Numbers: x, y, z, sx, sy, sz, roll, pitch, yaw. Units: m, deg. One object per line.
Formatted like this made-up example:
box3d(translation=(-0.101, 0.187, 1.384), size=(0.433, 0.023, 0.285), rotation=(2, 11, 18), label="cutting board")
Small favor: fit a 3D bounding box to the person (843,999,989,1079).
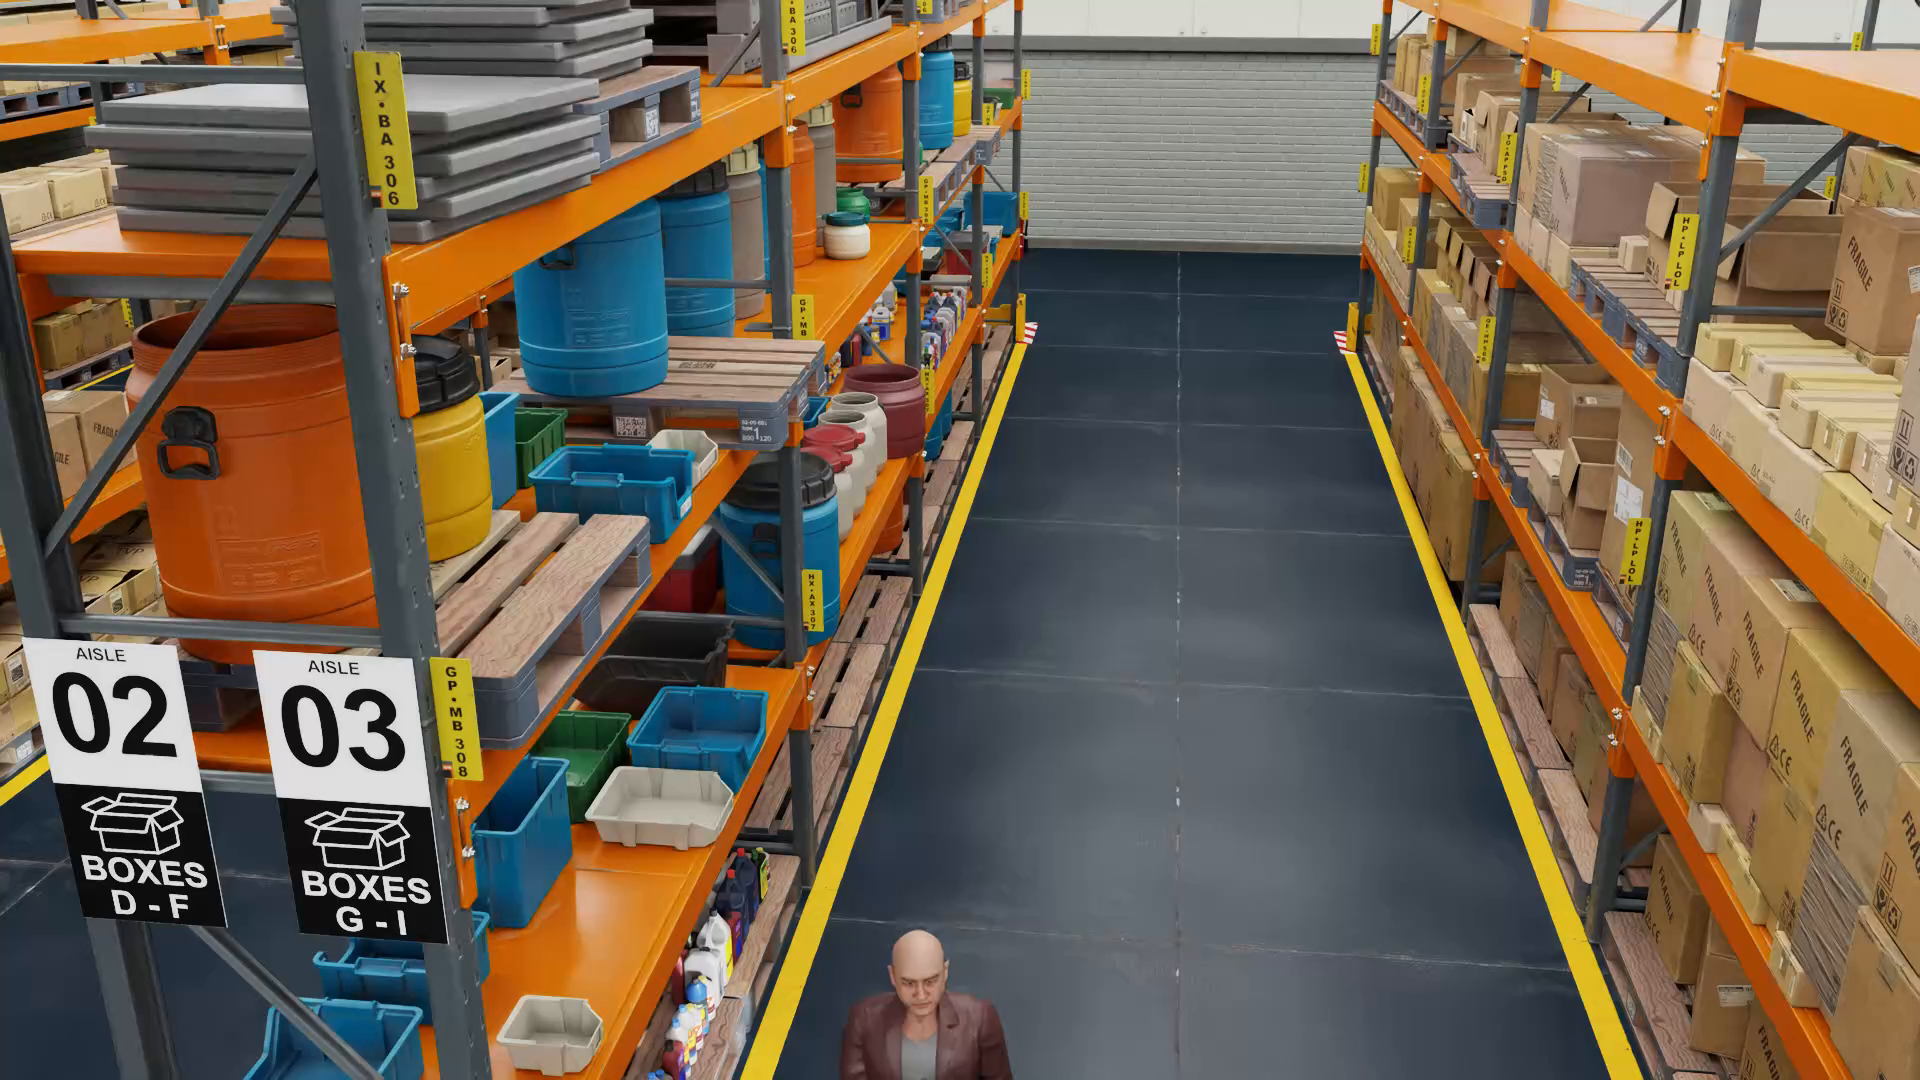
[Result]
box3d(translation=(-0.141, 2.214, 5.278), size=(0.567, 1.749, 0.964), rotation=(3, 21, 9), label="person")
